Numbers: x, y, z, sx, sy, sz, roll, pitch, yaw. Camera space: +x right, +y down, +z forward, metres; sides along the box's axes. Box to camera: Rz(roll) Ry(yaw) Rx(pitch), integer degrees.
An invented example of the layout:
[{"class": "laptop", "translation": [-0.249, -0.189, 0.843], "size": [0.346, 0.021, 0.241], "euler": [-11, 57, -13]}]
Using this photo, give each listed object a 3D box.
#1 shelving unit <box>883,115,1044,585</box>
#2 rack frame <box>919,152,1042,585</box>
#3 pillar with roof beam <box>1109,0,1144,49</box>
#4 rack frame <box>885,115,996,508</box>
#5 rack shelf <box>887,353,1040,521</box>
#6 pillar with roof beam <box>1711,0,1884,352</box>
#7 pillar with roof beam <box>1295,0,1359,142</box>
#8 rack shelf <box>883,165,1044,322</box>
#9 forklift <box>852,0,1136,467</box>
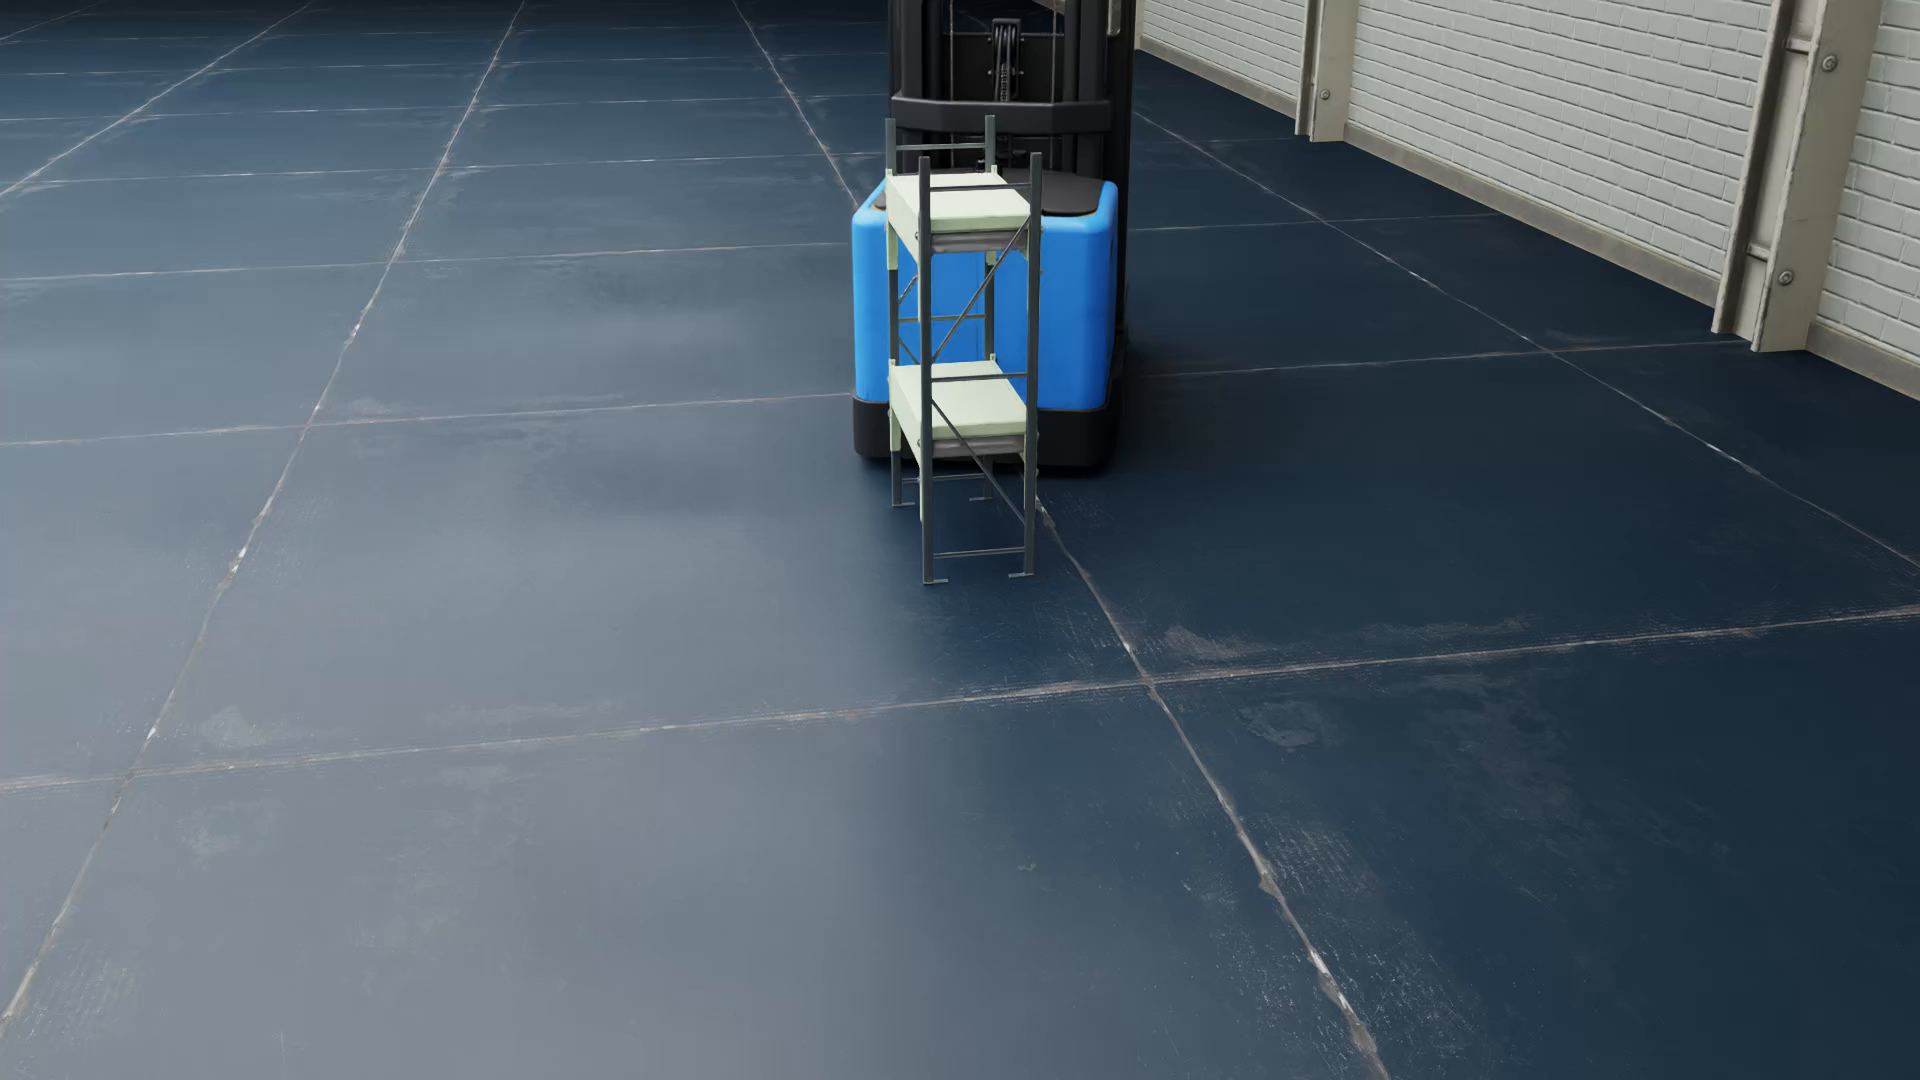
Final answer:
[{"class": "shelving unit", "translation": [-0.001, -0.690, 5.956], "size": [0.431, 1.500, 0.755], "euler": [-4, 24, -10]}, {"class": "rack frame", "translation": [0.066, -0.546, 5.626], "size": [0.400, 1.500, 0.023], "euler": [-4, 24, -10]}, {"class": "pillar with roof beam", "translation": [-2.298, -9.566, 16.910], "size": [9.100, 9.000, 0.400], "euler": [-4, 24, -10]}, {"class": "rack frame", "translation": [-0.069, -0.834, 6.285], "size": [0.400, 1.500, 0.023], "euler": [-4, 24, -10]}, {"class": "rack shelf", "translation": [-0.001, -0.391, 6.086], "size": [0.431, 0.370, 0.720], "euler": [-4, 24, -10]}, {"class": "pillar with roof beam", "translation": [-0.079, -4.846, 6.102], "size": [9.100, 9.000, 0.400], "euler": [-4, 24, -10]}, {"class": "pillar with roof beam", "translation": [-1.188, -7.206, 11.506], "size": [9.100, 9.000, 0.400], "euler": [-4, 24, -10]}, {"class": "rack shelf", "translation": [-0.001, -1.048, 5.800], "size": [0.431, 0.370, 0.720], "euler": [-4, 24, -10]}, {"class": "forklift", "translation": [0.257, -2.196, 7.617], "size": [1.130, 2.935, 3.031], "euler": [3, 24, 7]}]
